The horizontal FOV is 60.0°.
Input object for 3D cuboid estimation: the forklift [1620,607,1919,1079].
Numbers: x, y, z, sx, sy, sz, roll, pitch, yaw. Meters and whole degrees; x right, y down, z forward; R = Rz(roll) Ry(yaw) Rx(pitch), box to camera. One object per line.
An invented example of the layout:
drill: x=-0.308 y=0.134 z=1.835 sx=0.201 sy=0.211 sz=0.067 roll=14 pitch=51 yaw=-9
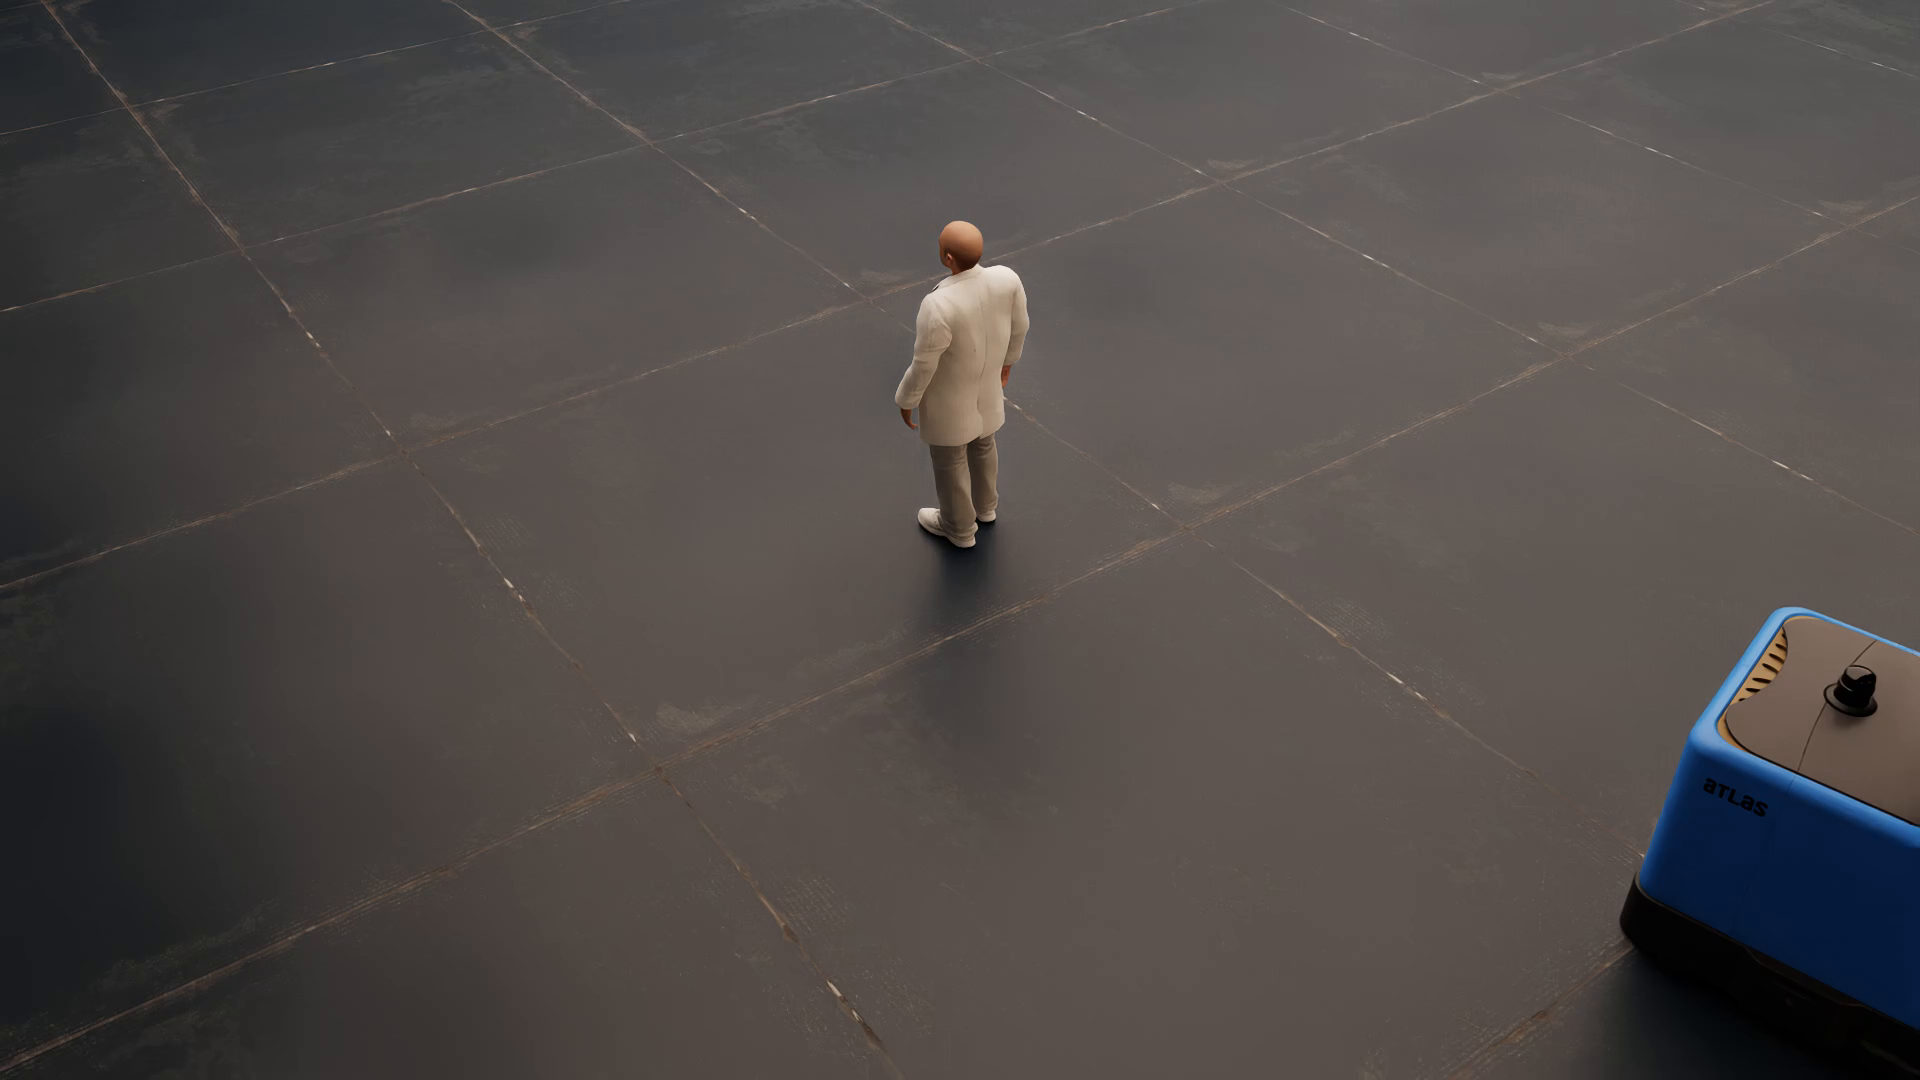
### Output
forklift: x=3.962 y=0.692 z=5.009 sx=3.031 sy=2.935 sz=1.130 roll=26 pitch=44 yaw=31

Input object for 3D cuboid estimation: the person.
person: x=-0.048 y=-0.766 z=7.939 sx=0.696 sy=1.776 sz=0.581 roll=-23 pitch=42 yaw=-28
